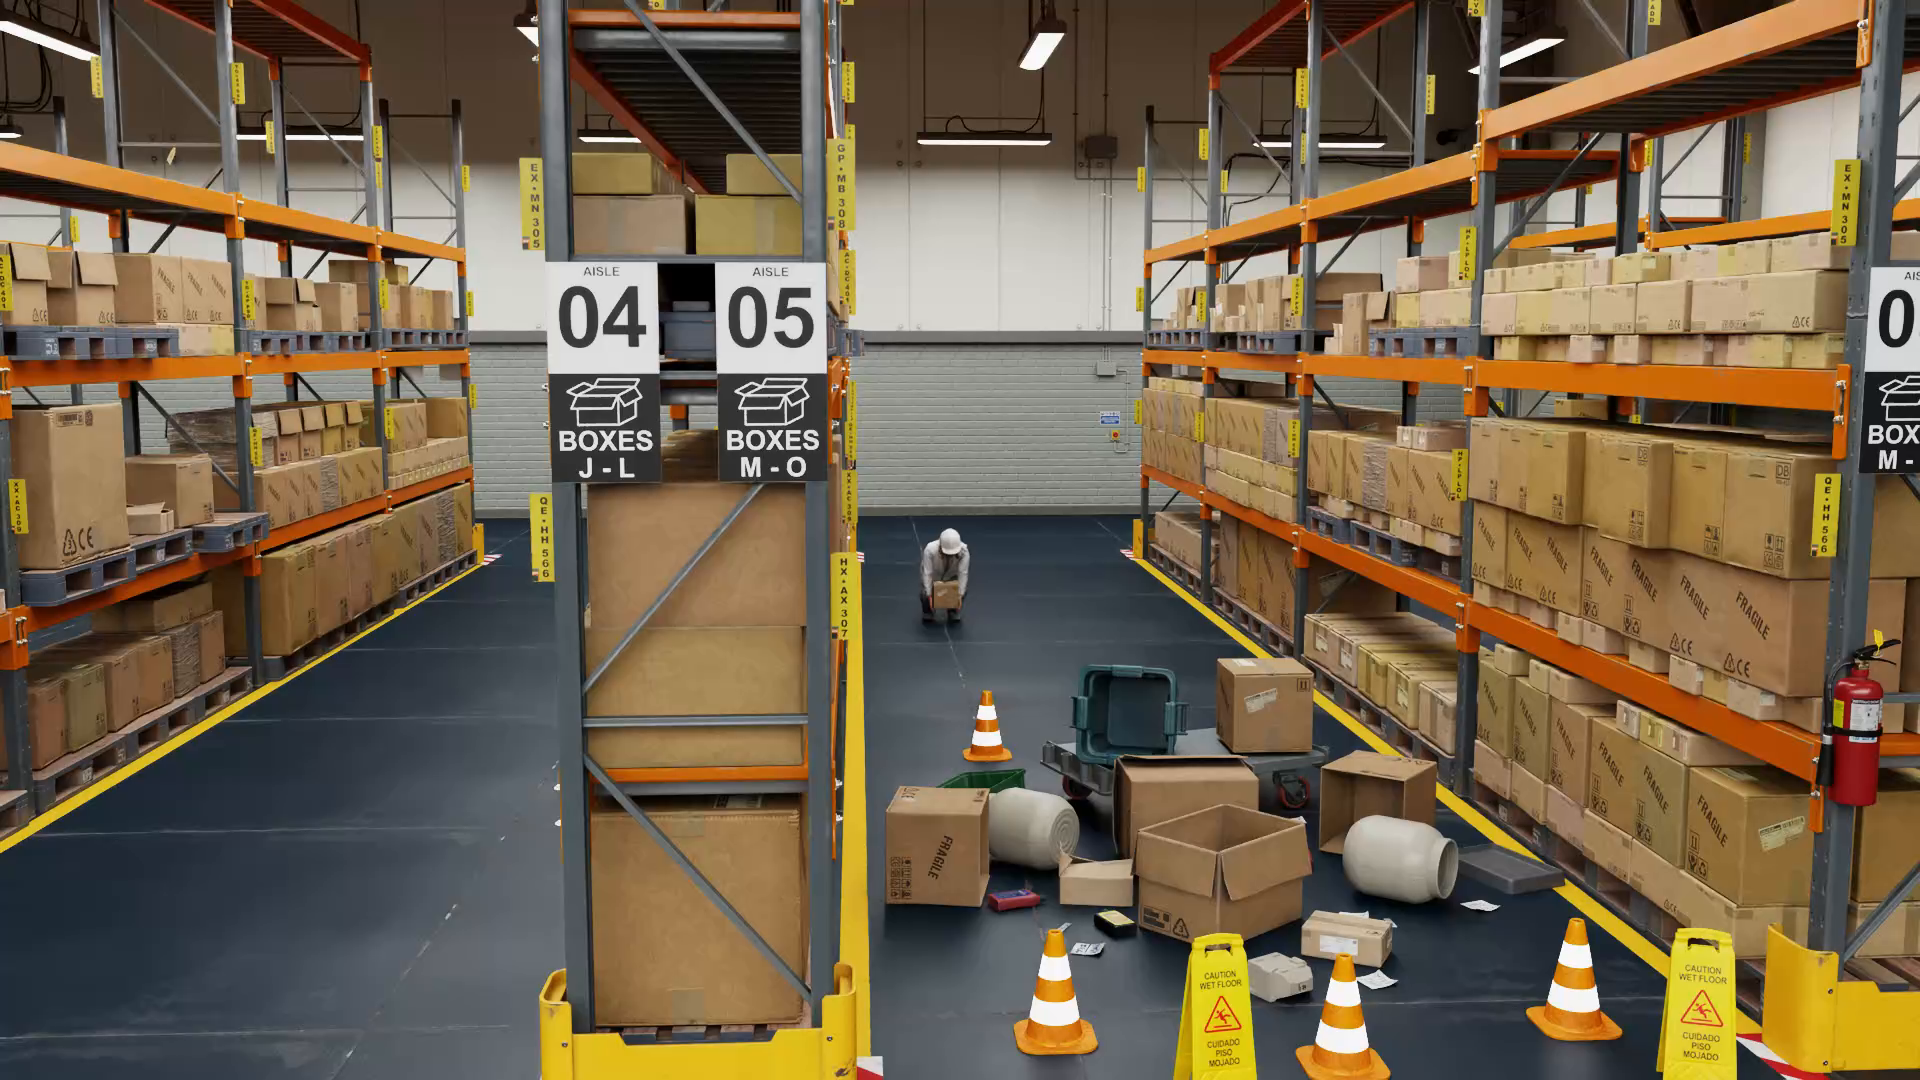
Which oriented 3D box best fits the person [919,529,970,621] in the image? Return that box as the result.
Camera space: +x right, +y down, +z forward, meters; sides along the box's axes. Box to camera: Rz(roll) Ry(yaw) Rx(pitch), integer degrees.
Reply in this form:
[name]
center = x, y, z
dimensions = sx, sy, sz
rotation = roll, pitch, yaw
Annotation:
[person]
center = -0.171, 0.354, 17.443
dimensions = 0.525, 1.009, 0.868
rotation = 0, 7, -4
